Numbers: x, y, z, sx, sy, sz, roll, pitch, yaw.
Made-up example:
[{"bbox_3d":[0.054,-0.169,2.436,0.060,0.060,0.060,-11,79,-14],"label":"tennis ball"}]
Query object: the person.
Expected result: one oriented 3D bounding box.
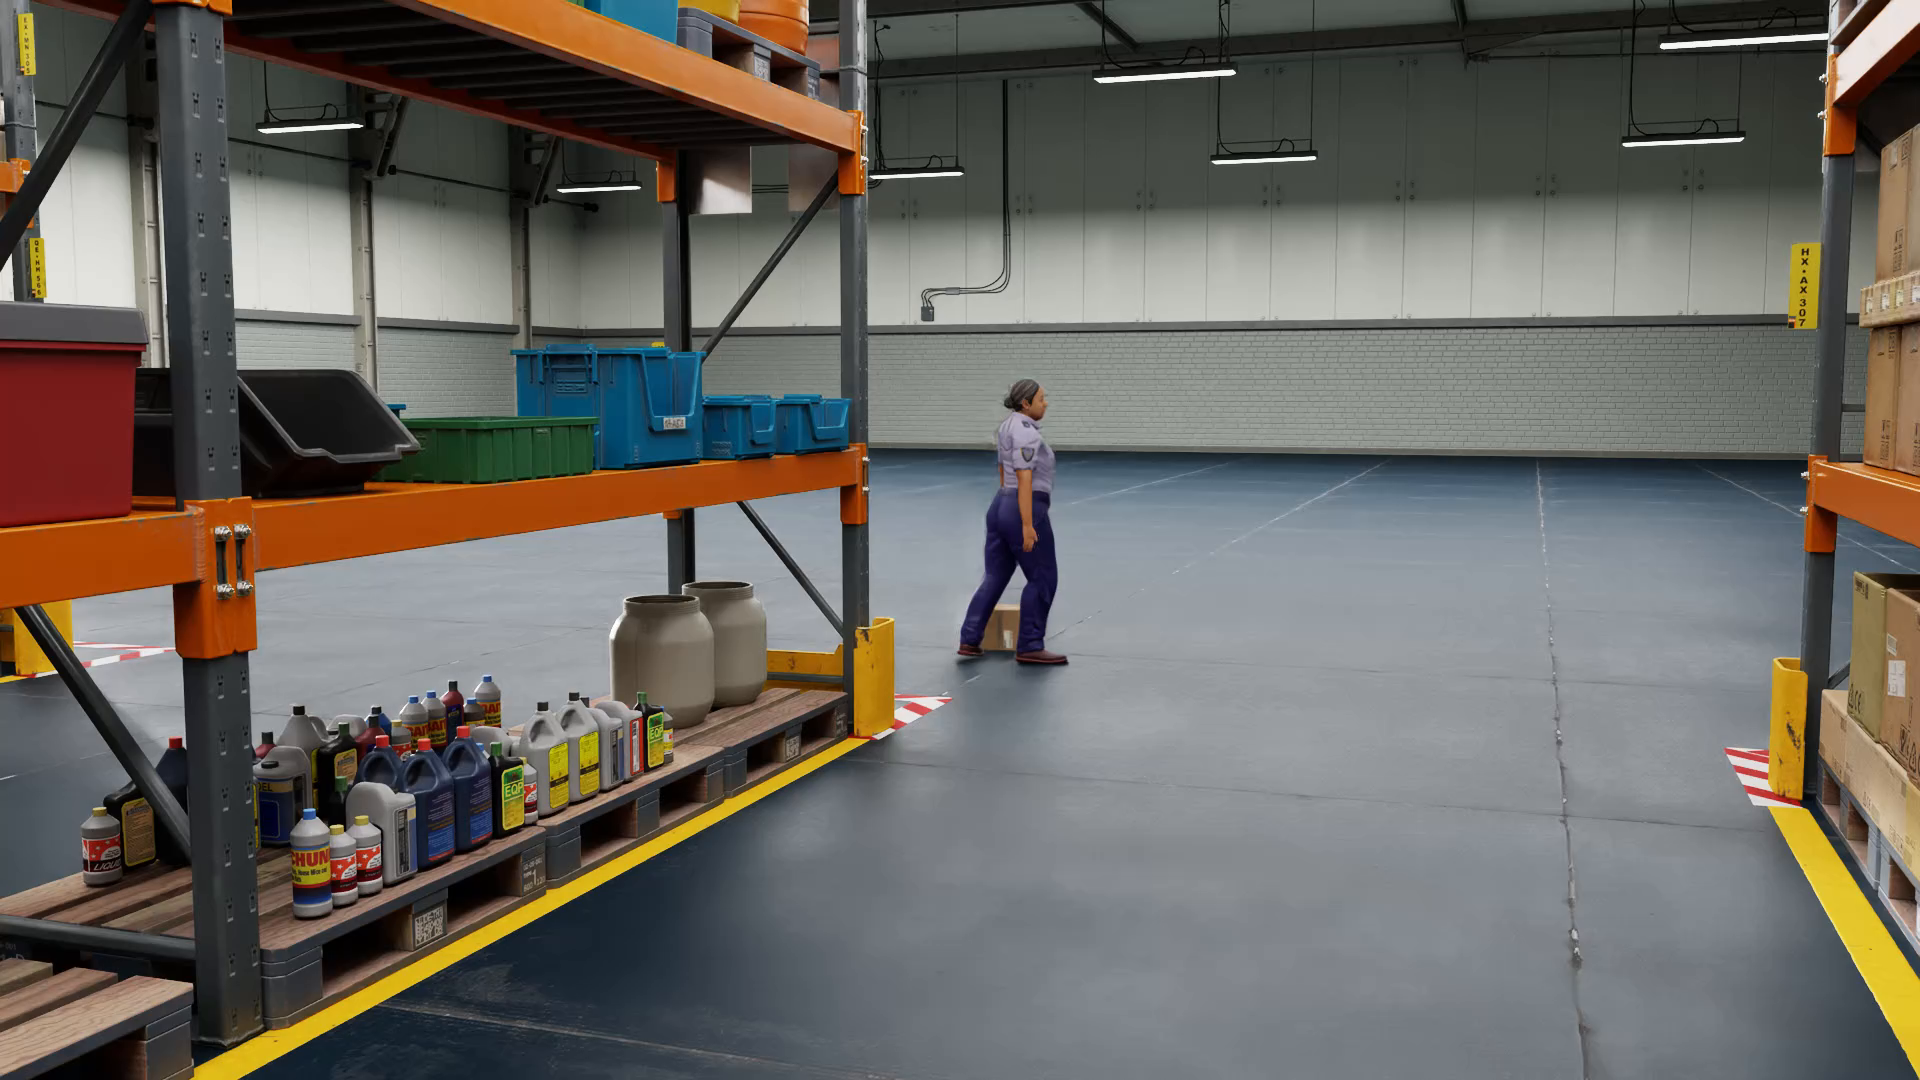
[{"bbox_3d":[0.292,-0.106,9.519,0.603,1.636,0.554,-2,6,-19],"label":"person"}]
